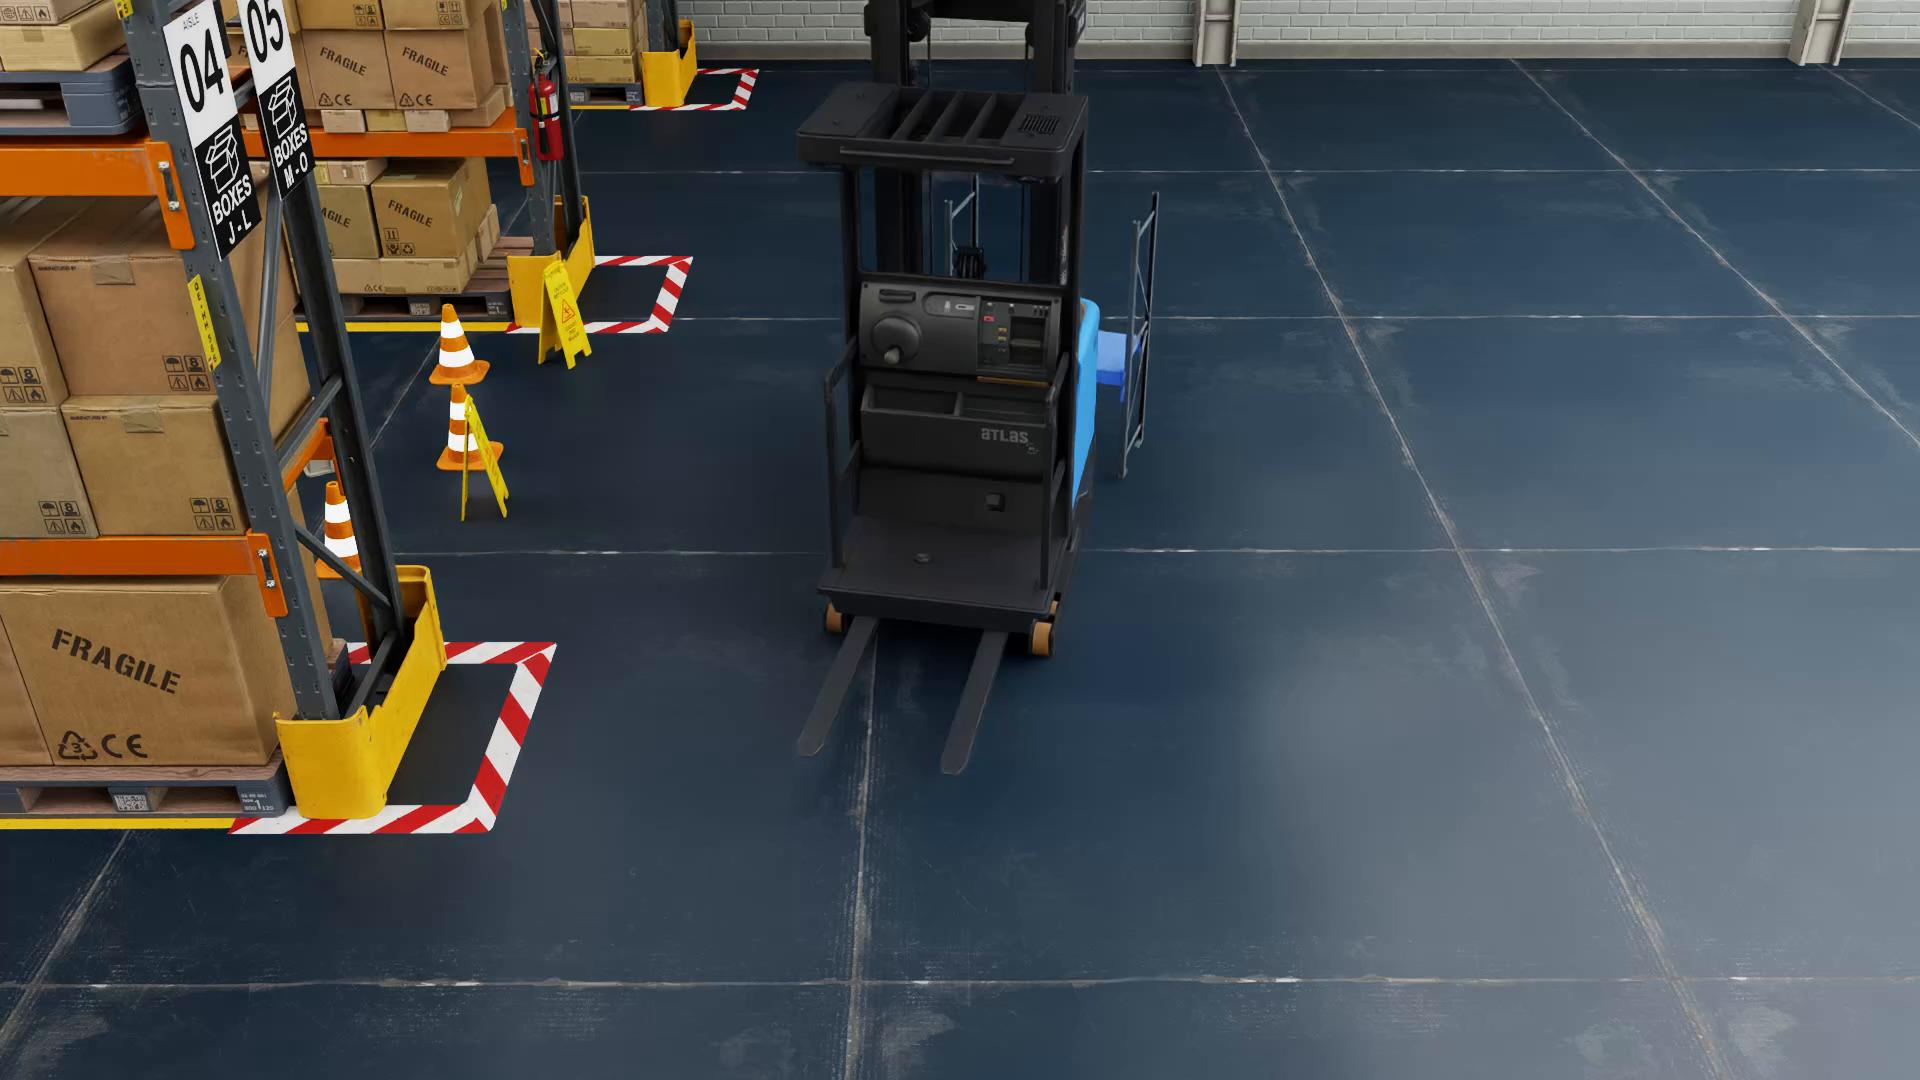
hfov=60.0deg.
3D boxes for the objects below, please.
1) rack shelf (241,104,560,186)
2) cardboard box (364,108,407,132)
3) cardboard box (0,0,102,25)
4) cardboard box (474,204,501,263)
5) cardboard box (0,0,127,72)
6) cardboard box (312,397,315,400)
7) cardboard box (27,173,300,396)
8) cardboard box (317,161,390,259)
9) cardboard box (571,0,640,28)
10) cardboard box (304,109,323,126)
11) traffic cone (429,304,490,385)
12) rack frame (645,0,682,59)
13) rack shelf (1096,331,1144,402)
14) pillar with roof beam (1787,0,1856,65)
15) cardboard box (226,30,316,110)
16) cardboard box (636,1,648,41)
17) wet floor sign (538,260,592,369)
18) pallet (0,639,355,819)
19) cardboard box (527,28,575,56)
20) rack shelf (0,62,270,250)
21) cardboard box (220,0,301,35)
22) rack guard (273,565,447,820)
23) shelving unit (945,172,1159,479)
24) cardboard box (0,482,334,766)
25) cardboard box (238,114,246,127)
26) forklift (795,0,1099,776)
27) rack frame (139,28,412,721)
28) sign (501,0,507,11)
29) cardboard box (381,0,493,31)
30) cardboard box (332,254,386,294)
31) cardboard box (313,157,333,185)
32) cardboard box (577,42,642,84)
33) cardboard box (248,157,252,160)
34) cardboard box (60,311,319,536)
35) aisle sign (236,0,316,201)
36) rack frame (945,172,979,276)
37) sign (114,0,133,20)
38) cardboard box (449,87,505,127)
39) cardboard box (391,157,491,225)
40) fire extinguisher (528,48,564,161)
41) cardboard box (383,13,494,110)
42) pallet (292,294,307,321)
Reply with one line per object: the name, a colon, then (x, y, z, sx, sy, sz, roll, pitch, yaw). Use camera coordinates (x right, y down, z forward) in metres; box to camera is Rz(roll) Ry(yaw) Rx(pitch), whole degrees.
rack shelf: (-4.730, -2.688, 10.982, 4.000, 0.370, 1.077, 0, 31, 0)
cardboard box: (-3.612, -2.734, 10.607, 0.250, 0.149, 0.380, -1, 31, -1)
cardboard box: (-3.087, -1.856, 5.382, 0.500, 0.250, 0.500, 0, 31, 0)
cardboard box: (-3.538, -2.147, 11.643, 0.500, 0.250, 0.500, 0, 31, -1)
cardboard box: (-2.929, -1.655, 5.435, 0.250, 0.149, 0.380, 0, 31, 0)
cardboard box: (-4.028, -0.731, 9.812, 0.250, 0.149, 0.380, 16, 35, 25)
cardboard box: (-2.970, -0.979, 6.287, 0.550, 0.550, 0.875, 0, 31, 0)
cardboard box: (-4.051, -2.185, 10.983, 0.500, 0.500, 0.500, 1, 31, 2)
cardboard box: (-3.222, -4.845, 15.126, 0.500, 0.250, 0.500, 1, 31, 1)
cardboard box: (-4.126, -2.790, 10.699, 0.250, 0.149, 0.380, 0, 31, 0)
traffic cone: (-3.152, -1.247, 10.359, 0.334, 0.463, 0.336, 0, 31, 0)
rack frame: (-2.763, -5.577, 15.050, 0.127, 3.000, 1.000, 0, 31, 0)
rack shelf: (0.495, -1.037, 9.361, 1.000, 0.185, 0.538, 10, 33, 15)
pillar with roof beam: (8.561, -6.411, 10.642, 0.400, 9.000, 9.100, 0, 31, 0)
cardboard box: (-4.272, -3.028, 10.466, 0.500, 0.500, 0.500, 0, 31, -1)
cardboard box: (-3.235, -4.901, 15.699, 0.500, 0.250, 0.500, 0, 31, 1)
wet floor sign: (-2.533, -1.441, 10.503, 0.232, 0.644, 0.267, 10, 33, 17)
pallet: (-3.398, 0.801, 7.227, 1.213, 0.211, 1.003, 0, 31, 0)
cardboard box: (-3.750, -4.635, 15.261, 0.500, 0.250, 0.500, 0, 31, -1)
rack shelf: (-4.599, -1.403, 5.973, 4.000, 0.370, 1.077, 0, 31, 0)
cardboard box: (-4.255, -3.432, 10.168, 0.500, 0.500, 0.700, -1, 31, -1)
rack guard: (-2.575, 0.634, 7.223, 0.348, 0.500, 1.175, 0, 31, 0)
shelving unit: (0.495, -1.191, 9.268, 1.048, 1.500, 0.538, 10, 33, 15)
cardboard box: (-3.277, 0.331, 6.957, 0.875, 0.875, 0.875, 0, 31, 0)
cardboard box: (-4.631, -2.788, 10.695, 0.250, 0.149, 0.380, 0, 31, 0)
forklift: (-0.043, -0.913, 7.428, 1.130, 2.935, 3.031, 6, 32, 10)
rack frame: (-2.599, -0.435, 6.575, 0.127, 3.000, 1.000, 0, 31, 0)
sign: (-2.747, -3.344, 9.949, 0.005, 0.325, 0.100, 0, 31, 0)
cardboard box: (-3.239, -3.485, 10.254, 0.500, 0.500, 0.700, -1, 31, -2)
cardboard box: (-4.055, -1.866, 11.180, 0.500, 0.250, 0.500, 0, 31, 0)
cardboard box: (-4.147, -2.431, 10.763, 0.250, 0.149, 0.380, 0, 31, 1)
cardboard box: (-3.231, -4.415, 15.381, 0.500, 0.250, 0.500, 0, 31, 0)
cardboard box: (-4.586, -2.466, 11.445, 0.500, 0.500, 0.500, 0, 31, 1)
cardboard box: (-2.970, -0.474, 6.495, 0.550, 0.550, 0.875, 0, 31, 0)
aisle sign: (-2.530, -1.702, 6.157, 0.004, 0.787, 0.394, 0, 31, 0)
rack frame: (0.012, -1.273, 9.402, 0.032, 1.500, 0.500, 10, 33, 15)
sign: (-2.610, -1.780, 5.123, 0.005, 0.325, 0.100, 0, 31, 0)
cardboard box: (-3.102, -2.782, 10.686, 0.250, 0.149, 0.380, 1, 31, 1)
cardboard box: (-3.562, -2.467, 11.448, 0.500, 0.500, 0.500, -1, 31, -2)
fire extinguisher: (-2.613, -2.730, 10.433, 0.183, 0.674, 0.296, 0, 31, 0)
cardboard box: (-3.271, -3.027, 10.465, 0.500, 0.500, 0.500, -1, 31, -1)
pallet: (-4.835, -1.823, 11.551, 1.213, 0.211, 1.003, 0, 31, 0)
